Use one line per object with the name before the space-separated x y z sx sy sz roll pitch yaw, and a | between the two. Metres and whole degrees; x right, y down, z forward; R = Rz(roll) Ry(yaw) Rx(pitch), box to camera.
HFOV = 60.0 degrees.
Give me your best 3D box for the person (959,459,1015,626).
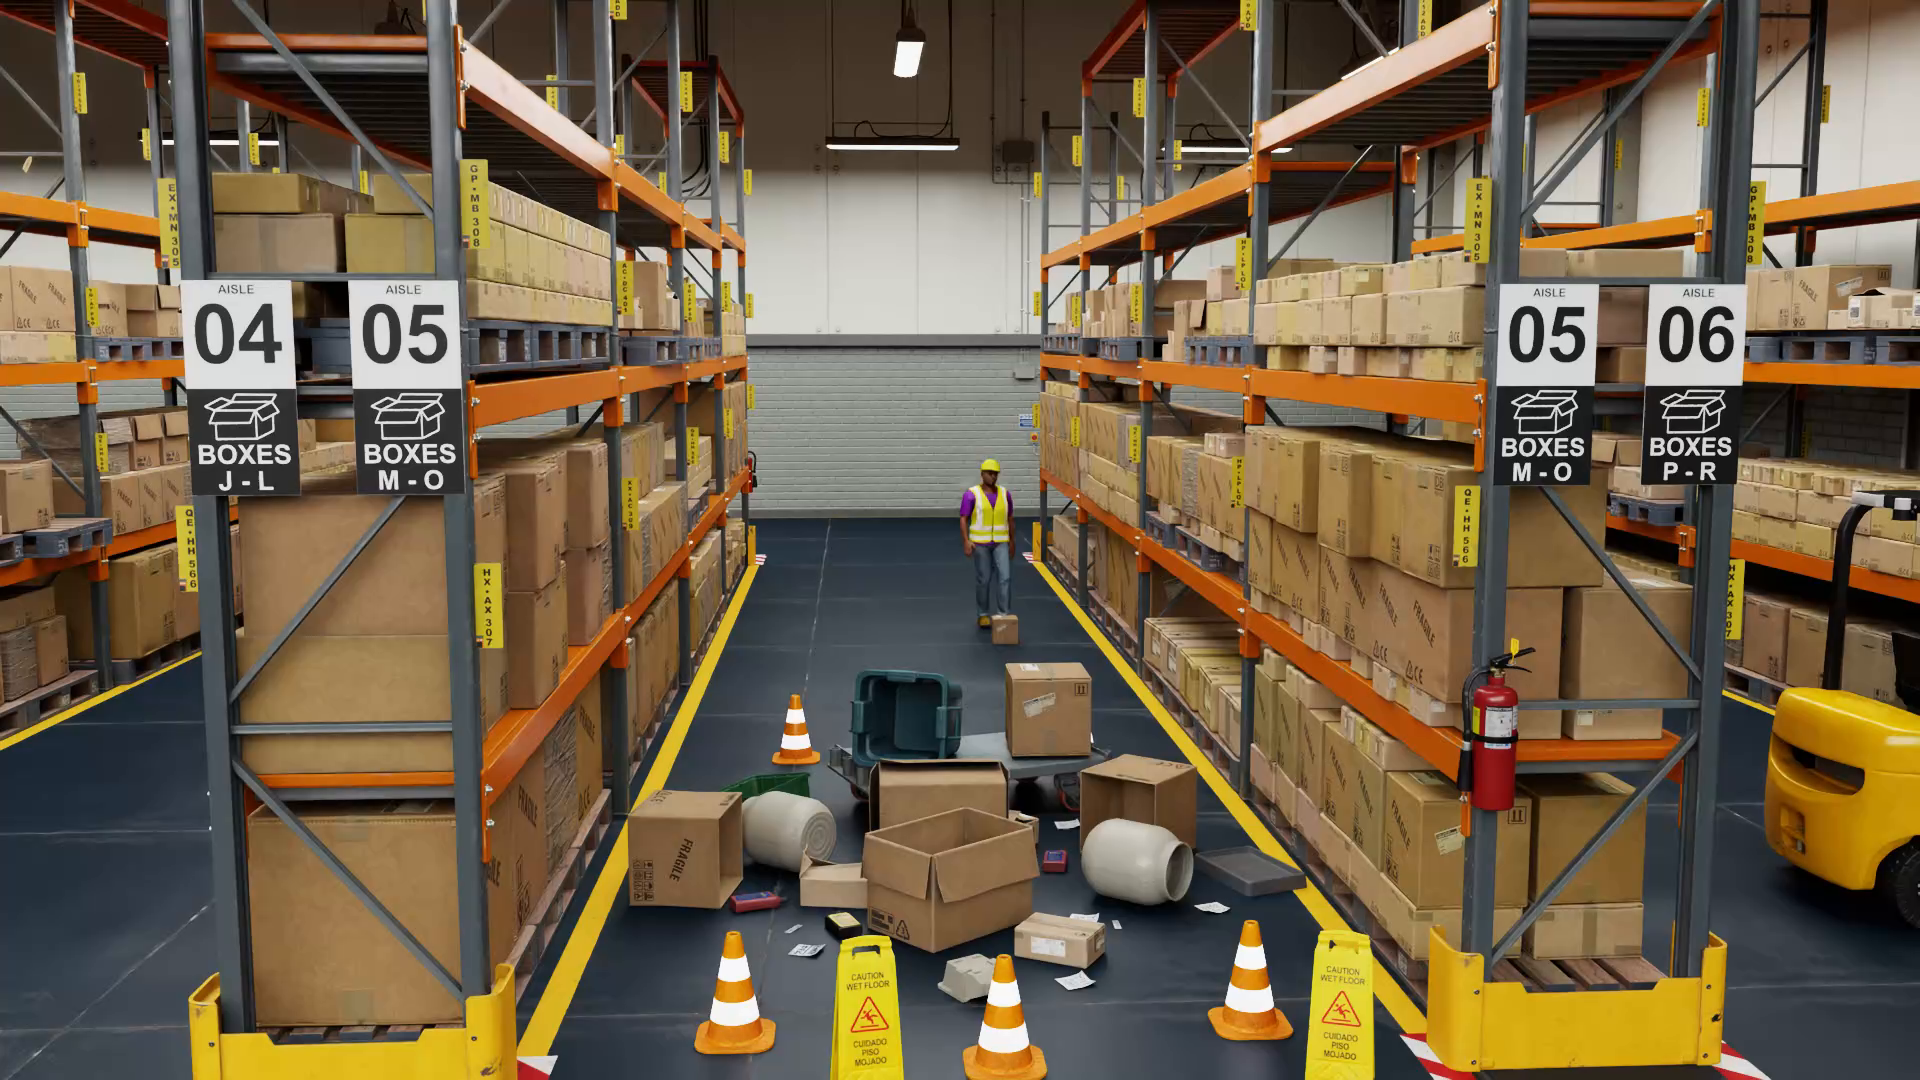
person | 0.325 0.051 17.106 0.630 1.744 0.758 -1 7 -11
